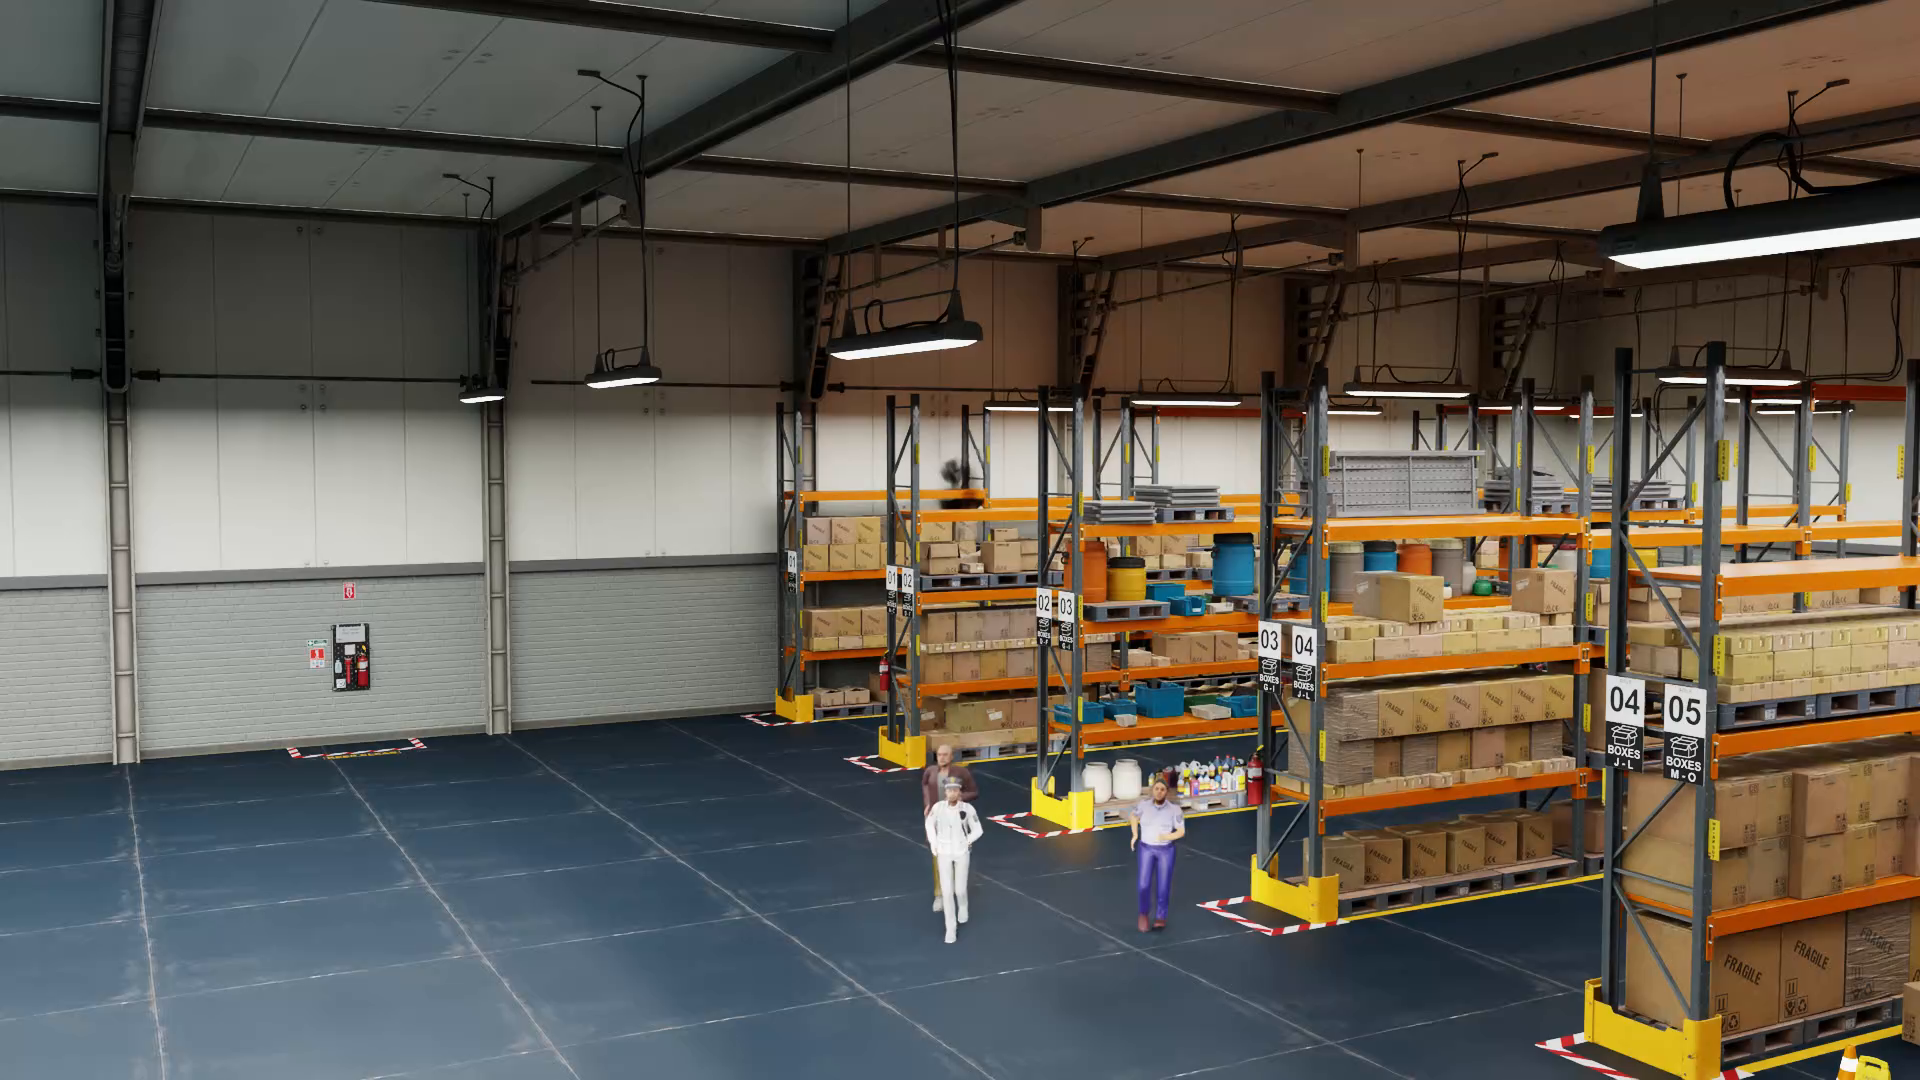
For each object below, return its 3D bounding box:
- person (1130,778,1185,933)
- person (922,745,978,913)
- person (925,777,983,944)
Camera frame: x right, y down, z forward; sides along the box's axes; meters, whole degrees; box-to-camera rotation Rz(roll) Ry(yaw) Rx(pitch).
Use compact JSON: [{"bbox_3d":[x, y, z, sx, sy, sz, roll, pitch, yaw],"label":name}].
[{"bbox_3d":[2.085,3.359,17.638,0.601,1.633,0.634,1,3,10],"label":"person"},{"bbox_3d":[-0.127,3.206,18.821,0.686,1.804,0.988,0,3,8],"label":"person"},{"bbox_3d":[-0.071,3.327,17.599,0.623,1.699,0.775,0,3,5],"label":"person"}]
